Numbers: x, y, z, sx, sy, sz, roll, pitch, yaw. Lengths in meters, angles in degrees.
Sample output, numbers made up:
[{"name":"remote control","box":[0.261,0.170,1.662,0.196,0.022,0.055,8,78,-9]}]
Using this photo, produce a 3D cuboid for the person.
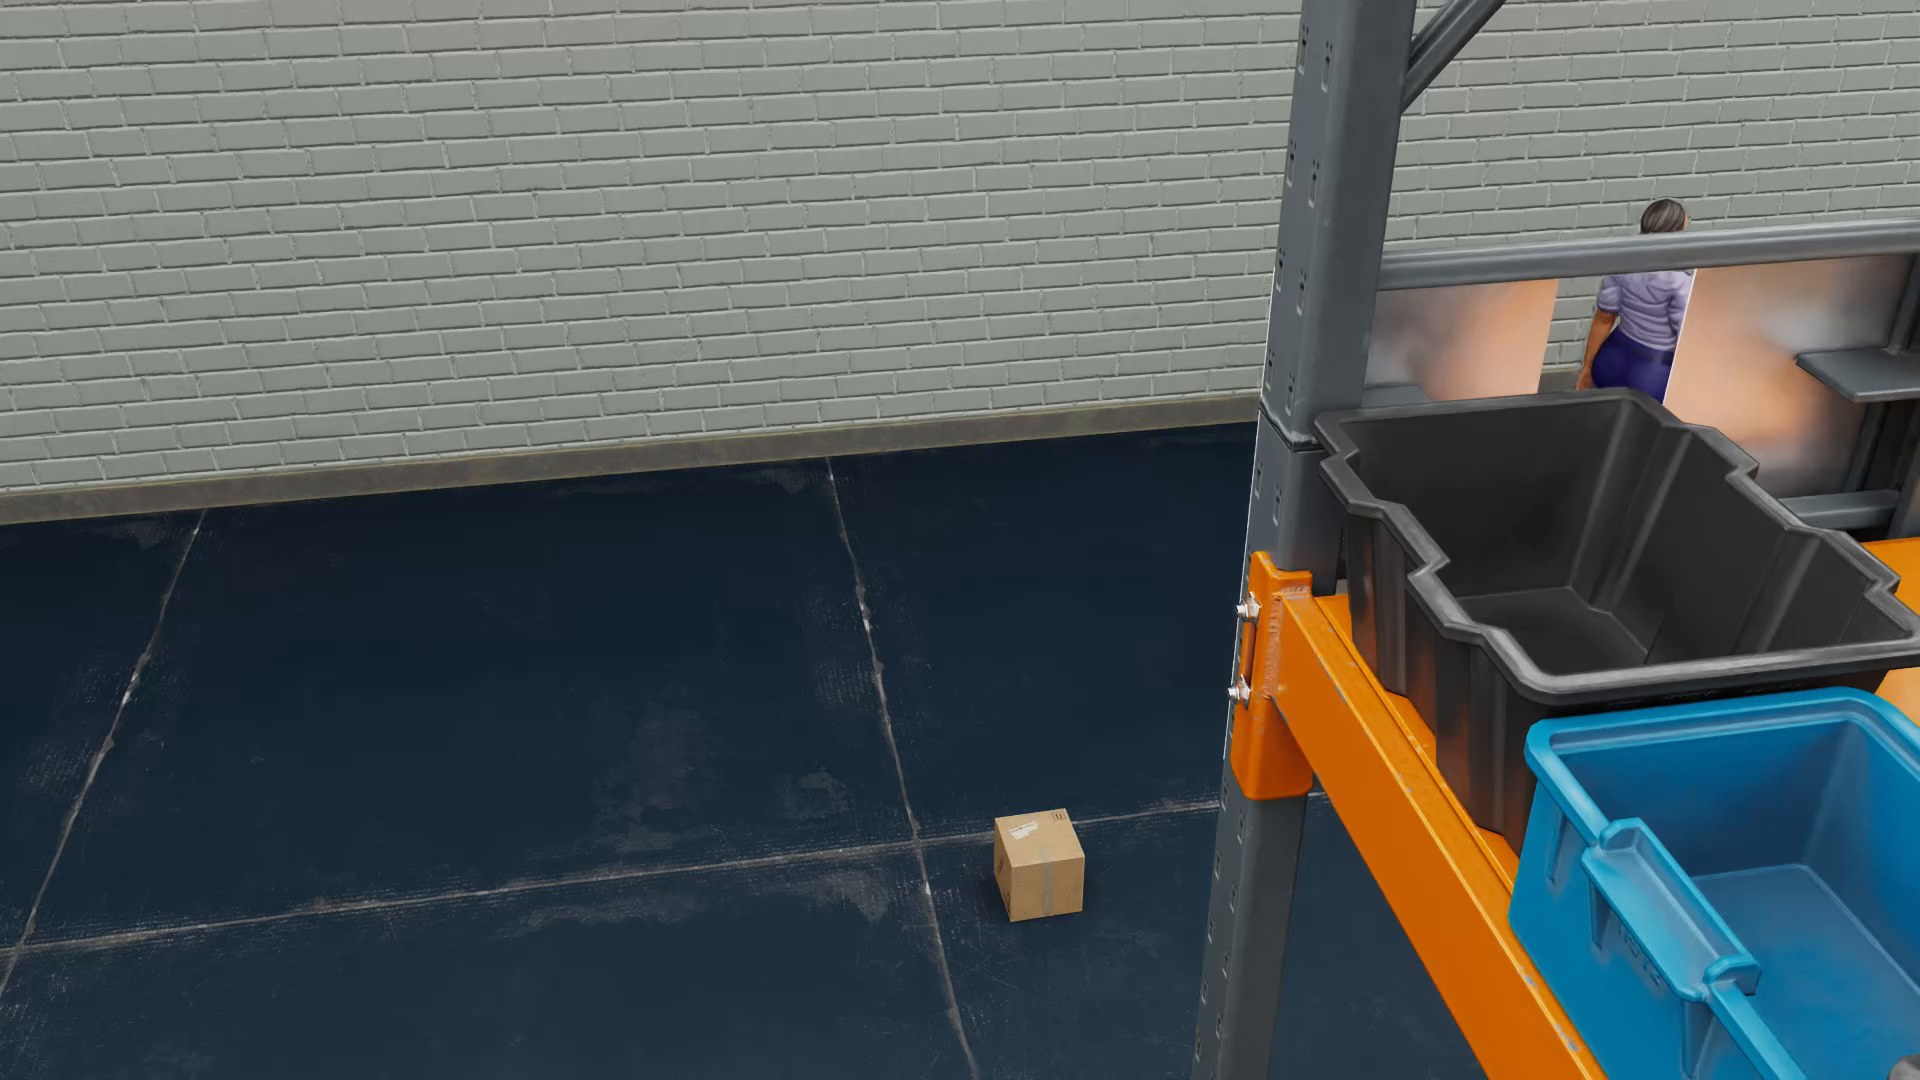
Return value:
[{"name":"person","box":[2.993,-0.717,7.341,0.861,1.594,0.495,-18,35,-27]}]
